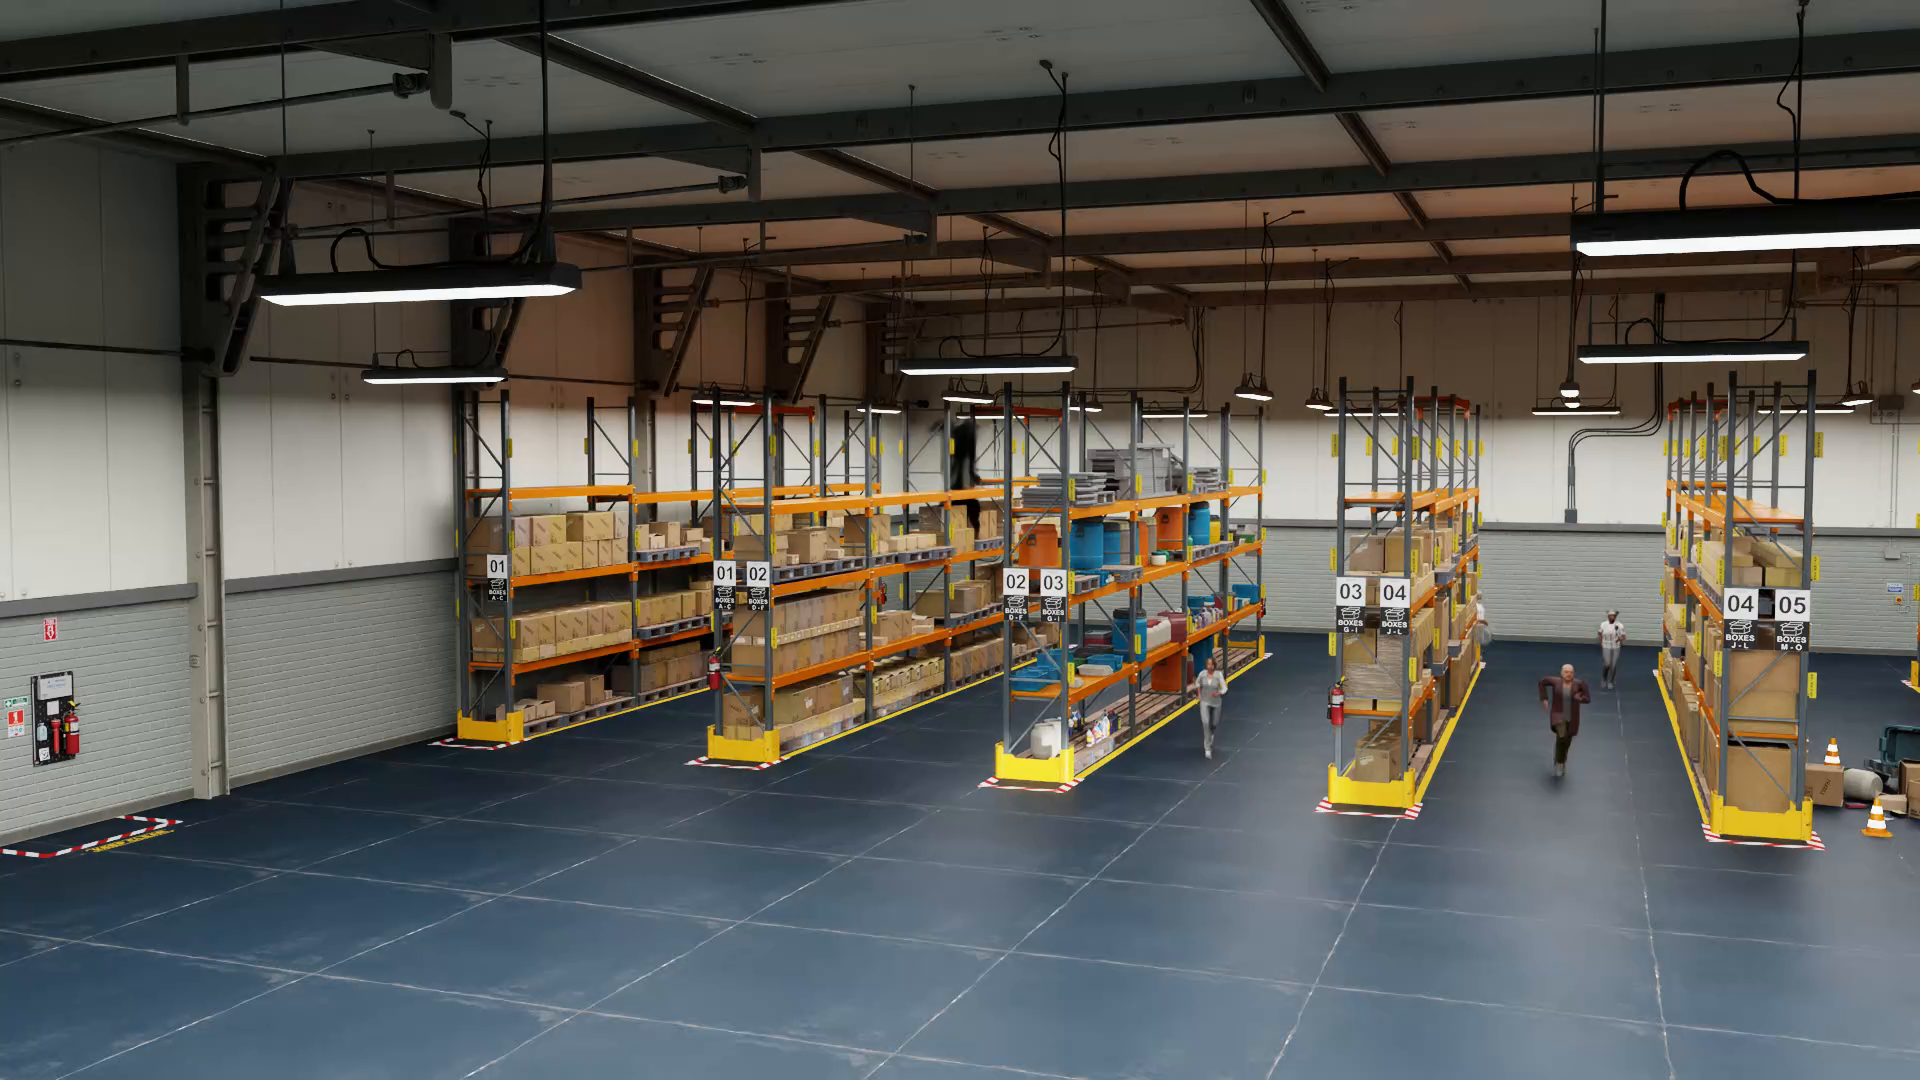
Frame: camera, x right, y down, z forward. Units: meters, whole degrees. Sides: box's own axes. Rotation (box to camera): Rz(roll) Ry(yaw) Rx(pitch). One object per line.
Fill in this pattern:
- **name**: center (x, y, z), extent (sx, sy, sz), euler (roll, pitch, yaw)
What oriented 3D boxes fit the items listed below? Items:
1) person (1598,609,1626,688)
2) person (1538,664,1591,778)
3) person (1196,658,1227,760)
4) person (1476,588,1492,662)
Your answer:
- **person**: center (13.544, 2.261, 34.552), extent (0.554, 1.679, 0.632), euler (1, 3, 21)
- **person**: center (9.204, 2.733, 25.351), extent (0.691, 1.737, 0.989), euler (0, 3, 6)
- **person**: center (4.117, 2.719, 27.226), extent (0.495, 1.616, 1.003), euler (0, 3, 4)
- **person**: center (12.167, 2.004, 38.977), extent (0.575, 1.750, 0.750), euler (1, 3, 24)
